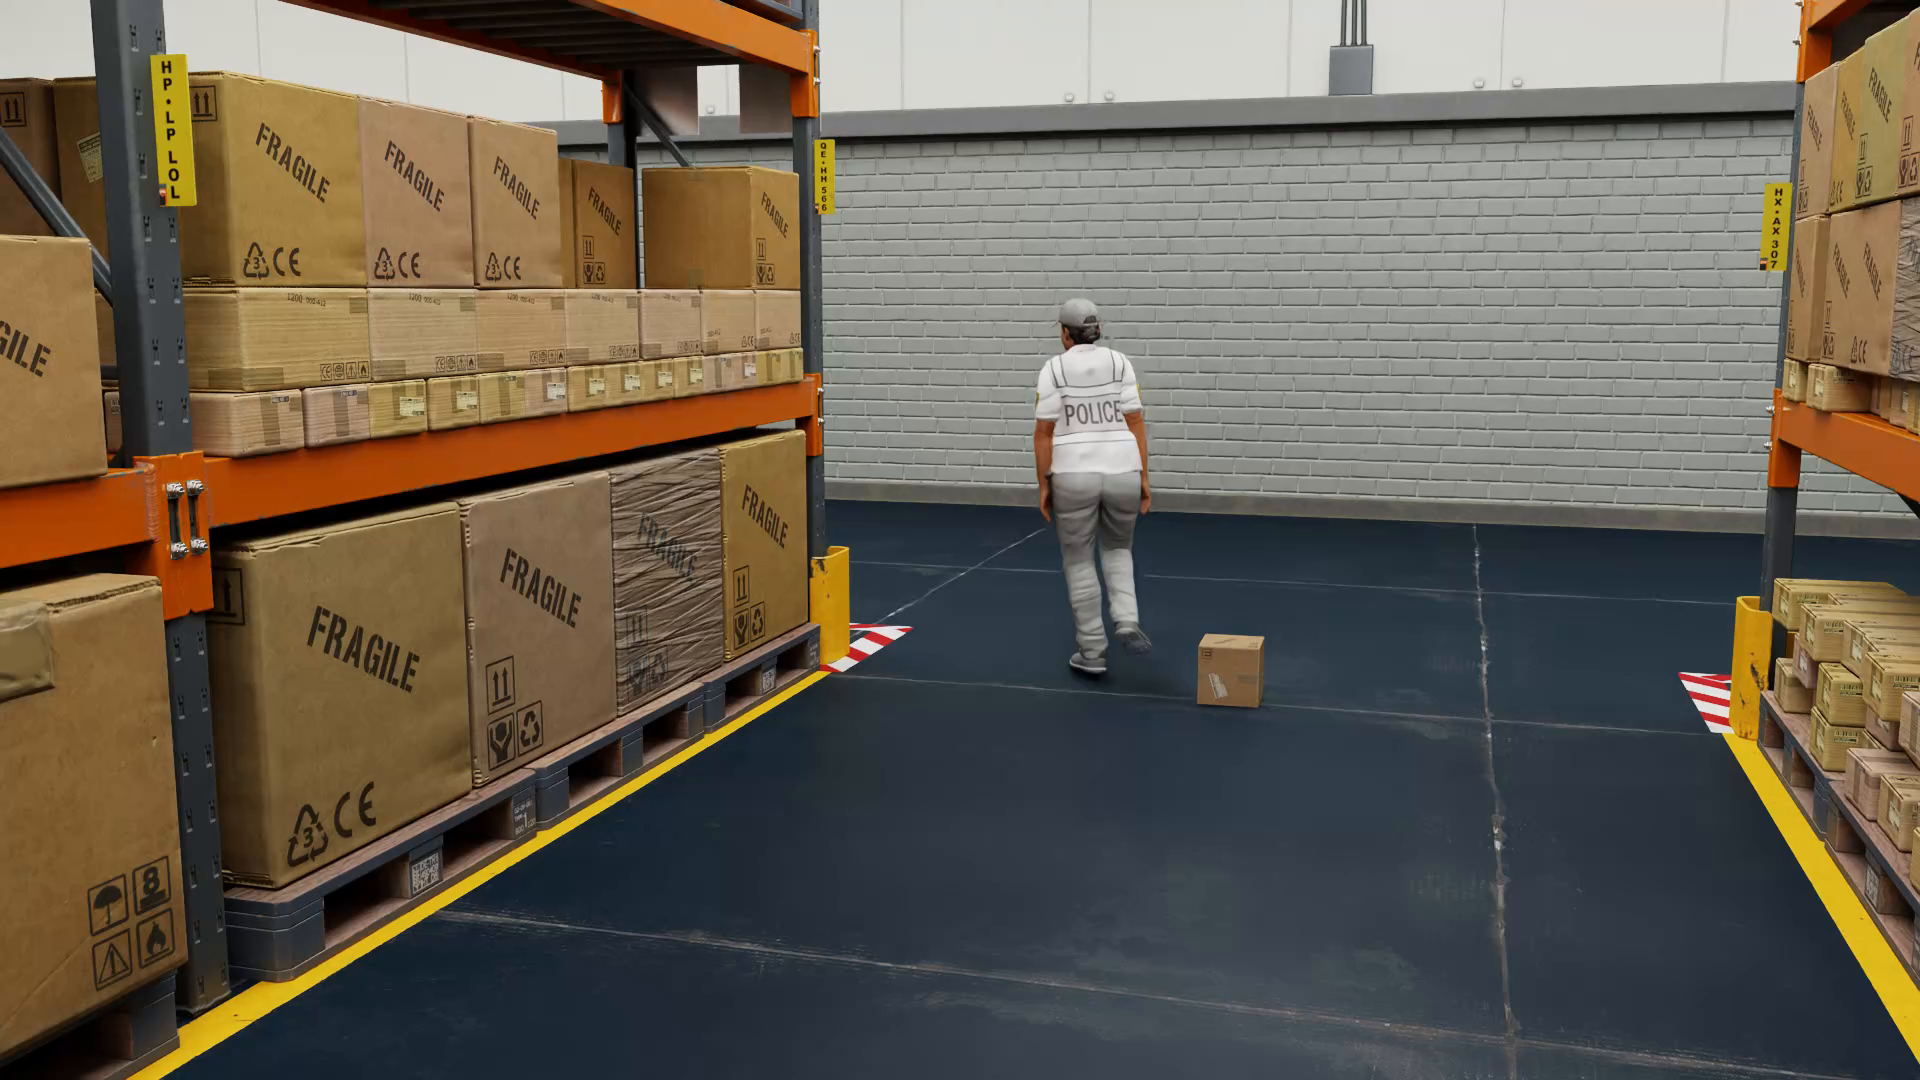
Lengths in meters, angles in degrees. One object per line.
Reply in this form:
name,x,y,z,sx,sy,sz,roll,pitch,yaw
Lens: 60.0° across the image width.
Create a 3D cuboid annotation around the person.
person,0.587,-0.248,7.428,0.537,1.651,0.481,-2,9,-12
